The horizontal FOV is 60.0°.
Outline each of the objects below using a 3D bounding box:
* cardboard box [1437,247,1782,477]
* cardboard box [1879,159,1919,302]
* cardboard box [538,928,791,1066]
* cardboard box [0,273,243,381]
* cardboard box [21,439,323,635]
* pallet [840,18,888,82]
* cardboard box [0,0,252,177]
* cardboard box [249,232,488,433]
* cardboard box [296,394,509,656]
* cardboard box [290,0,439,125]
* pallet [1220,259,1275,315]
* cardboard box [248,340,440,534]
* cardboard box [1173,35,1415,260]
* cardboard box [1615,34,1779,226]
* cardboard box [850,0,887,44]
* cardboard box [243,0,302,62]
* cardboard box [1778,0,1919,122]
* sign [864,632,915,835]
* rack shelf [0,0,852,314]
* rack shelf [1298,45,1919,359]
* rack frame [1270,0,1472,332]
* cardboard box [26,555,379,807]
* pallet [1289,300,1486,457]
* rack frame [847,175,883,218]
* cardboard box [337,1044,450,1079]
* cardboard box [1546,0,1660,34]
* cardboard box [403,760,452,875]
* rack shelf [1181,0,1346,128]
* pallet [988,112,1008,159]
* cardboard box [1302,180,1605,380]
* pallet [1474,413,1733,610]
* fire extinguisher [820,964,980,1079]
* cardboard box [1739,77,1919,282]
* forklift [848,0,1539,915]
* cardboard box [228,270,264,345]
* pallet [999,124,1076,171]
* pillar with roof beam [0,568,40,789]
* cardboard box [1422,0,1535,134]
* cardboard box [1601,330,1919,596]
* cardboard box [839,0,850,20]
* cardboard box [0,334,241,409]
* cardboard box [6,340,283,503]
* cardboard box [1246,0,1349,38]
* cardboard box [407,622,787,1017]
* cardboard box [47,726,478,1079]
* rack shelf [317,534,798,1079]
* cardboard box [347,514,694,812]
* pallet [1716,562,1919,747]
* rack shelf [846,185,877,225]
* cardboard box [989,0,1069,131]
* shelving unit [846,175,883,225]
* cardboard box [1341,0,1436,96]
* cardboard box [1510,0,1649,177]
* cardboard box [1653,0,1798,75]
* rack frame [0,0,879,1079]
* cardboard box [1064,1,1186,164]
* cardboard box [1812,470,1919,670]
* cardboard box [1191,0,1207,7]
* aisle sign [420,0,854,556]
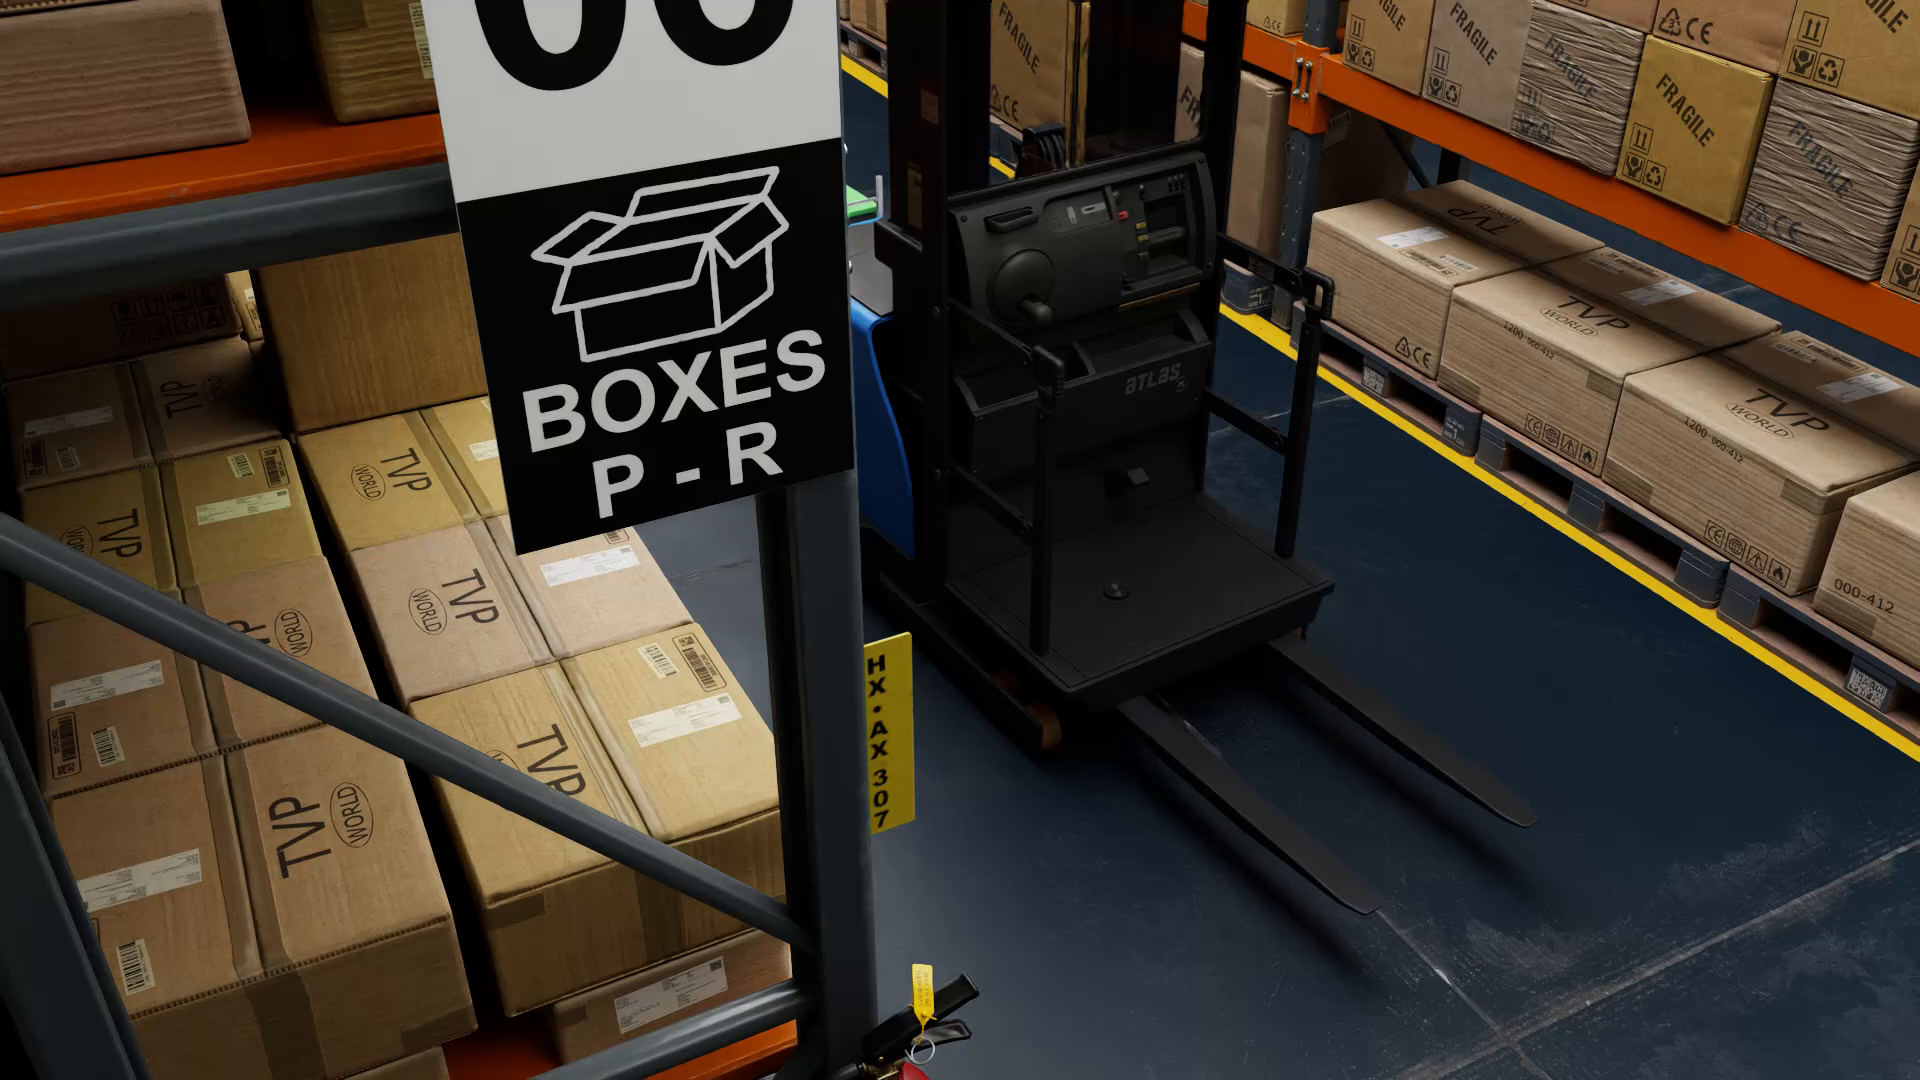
[{"bbox_3d":[2.552,-0.732,6.598,0.875,0.438,0.875,-17,36,-24],"label":"cardboard box"},{"bbox_3d":[3.121,-0.928,4.826,0.500,0.500,0.500,-17,36,-24],"label":"cardboard box"},{"bbox_3d":[-0.499,0.651,2.686,0.380,0.149,0.250,-16,36,-23],"label":"cardboard box"},{"bbox_3d":[-1.995,-0.738,3.790,0.500,0.500,0.500,-17,36,-24],"label":"cardboard box"},{"bbox_3d":[-1.504,0.072,3.220,0.500,0.250,0.500,-15,35,-22],"label":"cardboard box"},{"bbox_3d":[-0.292,-3.496,11.511,1.003,0.211,1.213,-16,36,-23],"label":"pallet"},{"bbox_3d":[-0.942,-0.481,1.672,0.380,0.149,0.250,-15,36,-22],"label":"cardboard box"},{"bbox_3d":[-1.261,-0.607,3.585,0.500,0.500,0.500,-15,36,-22],"label":"cardboard box"},{"bbox_3d":[-1.036,-0.057,3.422,0.500,0.250,0.500,-17,36,-24],"label":"cardboard box"},{"bbox_3d":[-0.531,-0.597,1.853,0.380,0.149,0.250,-15,36,-22],"label":"cardboard box"},{"bbox_3d":[1.509,-1.563,8.494,1.003,0.211,1.213,-16,36,-23],"label":"pallet"},{"bbox_3d":[-1.293,-0.296,3.794,0.500,0.250,0.500,-17,36,-24],"label":"cardboard box"},{"bbox_3d":[1.576,-1.946,8.087,0.875,0.875,0.875,-15,35,-22],"label":"cardboard box"},{"bbox_3d":[2.620,-1.414,5.584,0.500,0.500,0.500,-15,35,-22],"label":"cardboard box"},{"bbox_3d":[-0.184,-3.640,11.197,0.950,0.372,0.625,-18,37,-26],"label":"cardboard box"},{"bbox_3d":[-0.677,-0.715,2.038,0.380,0.149,0.250,-15,36,-22],"label":"cardboard box"},{"bbox_3d":[2.868,-1.591,4.934,0.500,0.500,0.500,-16,36,-23],"label":"cardboard box"},{"bbox_3d":[-0.109,0.270,2.246,0.100,0.325,0.005,-16,36,-23],"label":"sign"},{"bbox_3d":[-1.521,-1.144,3.141,1.077,0.370,4.000,-16,36,-23],"label":"rack shelf"},{"bbox_3d":[2.868,-1.131,5.901,1.077,0.370,4.000,-16,36,-23],"label":"rack shelf"},{"bbox_3d":[1.936,-2.388,7.197,1.000,3.000,0.127,-16,36,-23],"label":"rack frame"},{"bbox_3d":[-1.277,0.310,2.849,0.500,0.250,0.500,-16,36,-23],"label":"cardboard box"},{"bbox_3d":[2.221,-0.831,7.352,1.003,0.211,1.213,-16,36,-23],"label":"pallet"},{"bbox_3d":[-0.390,-0.800,6.386,0.240,1.200,0.015,-19,37,-27],"label":"rack frame"},{"bbox_3d":[-0.980,0.786,2.475,0.380,0.149,0.250,-16,36,-24],"label":"cardboard box"},{"bbox_3d":[2.403,-2.073,5.686,0.500,0.500,0.500,-15,36,-22],"label":"cardboard box"},{"bbox_3d":[-0.812,0.424,3.040,0.380,0.149,0.250,-16,36,-24],"label":"cardboard box"},{"bbox_3d":[1.003,-3.040,8.881,1.077,0.370,4.000,-16,36,-23],"label":"rack shelf"},{"bbox_3d":[0.372,-2.728,10.312,1.003,0.211,1.213,-16,36,-23],"label":"pallet"},{"bbox_3d":[2.134,-1.160,7.265,0.875,0.438,0.875,-16,36,-24],"label":"cardboard box"},{"bbox_3d":[2.794,-0.248,6.442,1.003,0.211,1.213,-16,36,-23],"label":"pallet"},{"bbox_3d":[-0.111,0.915,2.459,0.296,0.674,0.183,-16,36,-23],"label":"fire extinguisher"},{"bbox_3d":[2.873,-1.171,5.205,0.500,0.500,0.500,-15,36,-22],"label":"cardboard box"},{"bbox_3d":[0.511,-0.856,4.870,1.130,2.935,3.031,-19,37,-27],"label":"forklift"},{"bbox_3d":[-1.533,-0.542,4.178,0.500,0.250,0.500,-16,36,-23],"label":"cardboard box"},{"bbox_3d":[0.937,-2.146,9.404,1.003,0.211,1.213,-16,36,-23],"label":"pallet"},{"bbox_3d":[0.882,-4.188,4.445,9.100,9.000,0.400,-16,36,-23],"label":"pillar with roof beam"},{"bbox_3d":[2.154,-1.899,6.341,0.500,0.500,0.500,-16,36,-23],"label":"cardboard box"},{"bbox_3d":[2.971,-0.302,5.926,0.875,0.438,0.875,-15,36,-22],"label":"cardboard box"},{"bbox_3d":[-0.535,-3.990,11.743,0.950,0.372,0.625,-17,36,-24],"label":"cardboard box"},{"bbox_3d":[-1.983,-0.411,3.975,0.500,0.250,0.500,-15,36,-22],"label":"cardboard box"},{"bbox_3d":[-1.747,-0.177,3.609,0.500,0.250,0.500,-16,36,-23],"label":"cardboard box"},{"bbox_3d":[1.504,-2.476,7.473,0.500,0.250,0.500,-17,36,-24],"label":"cardboard box"},{"bbox_3d":[-0.562,0.425,2.670,0.500,0.250,0.500,-16,36,-23],"label":"cardboard box"},{"bbox_3d":[-1.038,0.556,2.465,0.500,0.250,0.500,-15,36,-22],"label":"cardboard box"},{"bbox_3d":[-1.521,0.119,3.950,1.077,0.370,4.000,-16,36,-23],"label":"rack shelf"},{"bbox_3d":[-0.797,0.184,3.045,0.500,0.250,0.500,-15,36,-23],"label":"cardboard box"},{"bbox_3d":[3.359,0.333,5.535,1.003,0.211,1.213,-16,36,-23],"label":"pallet"},{"bbox_3d":[-0.523,-1.261,6.334,0.258,0.148,0.480,-19,37,-27],"label":"rack shelf"},{"bbox_3d":[0.732,-2.802,9.423,0.875,0.875,0.875,-15,36,-23],"label":"cardboard box"},{"bbox_3d":[-0.523,-0.910,6.559,0.258,1.200,0.503,-19,37,-27],"label":"shelving unit"},{"bbox_3d":[1.923,-2.140,6.718,0.500,0.500,0.500,-15,35,-22],"label":"cardboard box"},{"bbox_3d":[2.380,-1.660,5.968,0.500,0.500,0.500,-16,36,-23],"label":"cardboard box"},{"bbox_3d":[2.635,-1.832,5.309,0.500,0.500,0.500,-16,36,-23],"label":"cardboard box"},{"bbox_3d":[-0.586,0.770,2.267,0.949,2.616,0.053,-16,36,-23],"label":"rack frame"},{"bbox_3d":[1.148,-2.375,8.757,0.875,0.875,0.875,-15,36,-22],"label":"cardboard box"},{"bbox_3d":[3.405,0.133,5.248,0.875,0.438,0.875,-17,36,-25],"label":"cardboard box"},{"bbox_3d":[1.267,-2.719,7.852,0.500,0.250,0.500,-16,36,-24],"label":"cardboard box"},{"bbox_3d":[-0.297,-0.365,1.629,0.394,0.787,0.004,-16,36,-23],"label":"aisle sign"}]
